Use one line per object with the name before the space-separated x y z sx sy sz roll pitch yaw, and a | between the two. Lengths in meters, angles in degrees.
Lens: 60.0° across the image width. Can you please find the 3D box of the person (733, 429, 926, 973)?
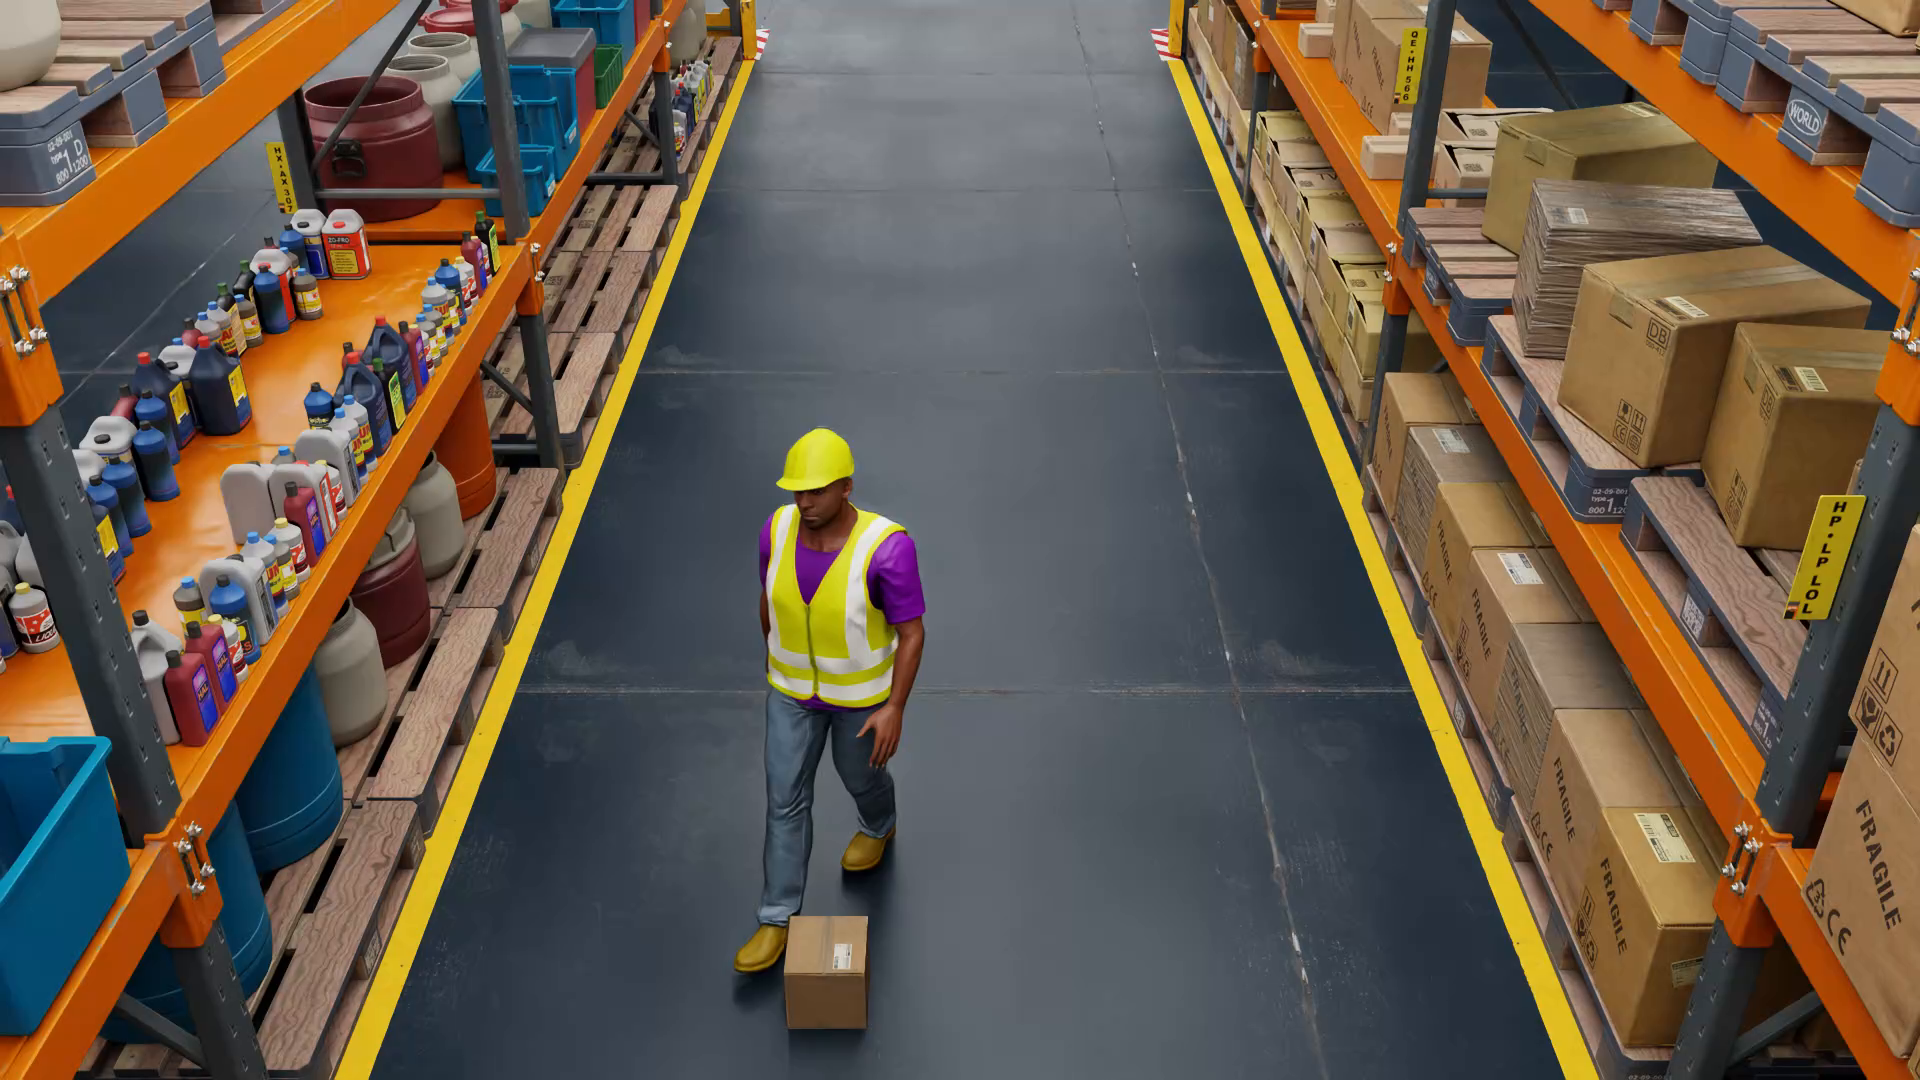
person | -0.447 0.525 5.267 0.623 1.723 0.938 9 32 14
